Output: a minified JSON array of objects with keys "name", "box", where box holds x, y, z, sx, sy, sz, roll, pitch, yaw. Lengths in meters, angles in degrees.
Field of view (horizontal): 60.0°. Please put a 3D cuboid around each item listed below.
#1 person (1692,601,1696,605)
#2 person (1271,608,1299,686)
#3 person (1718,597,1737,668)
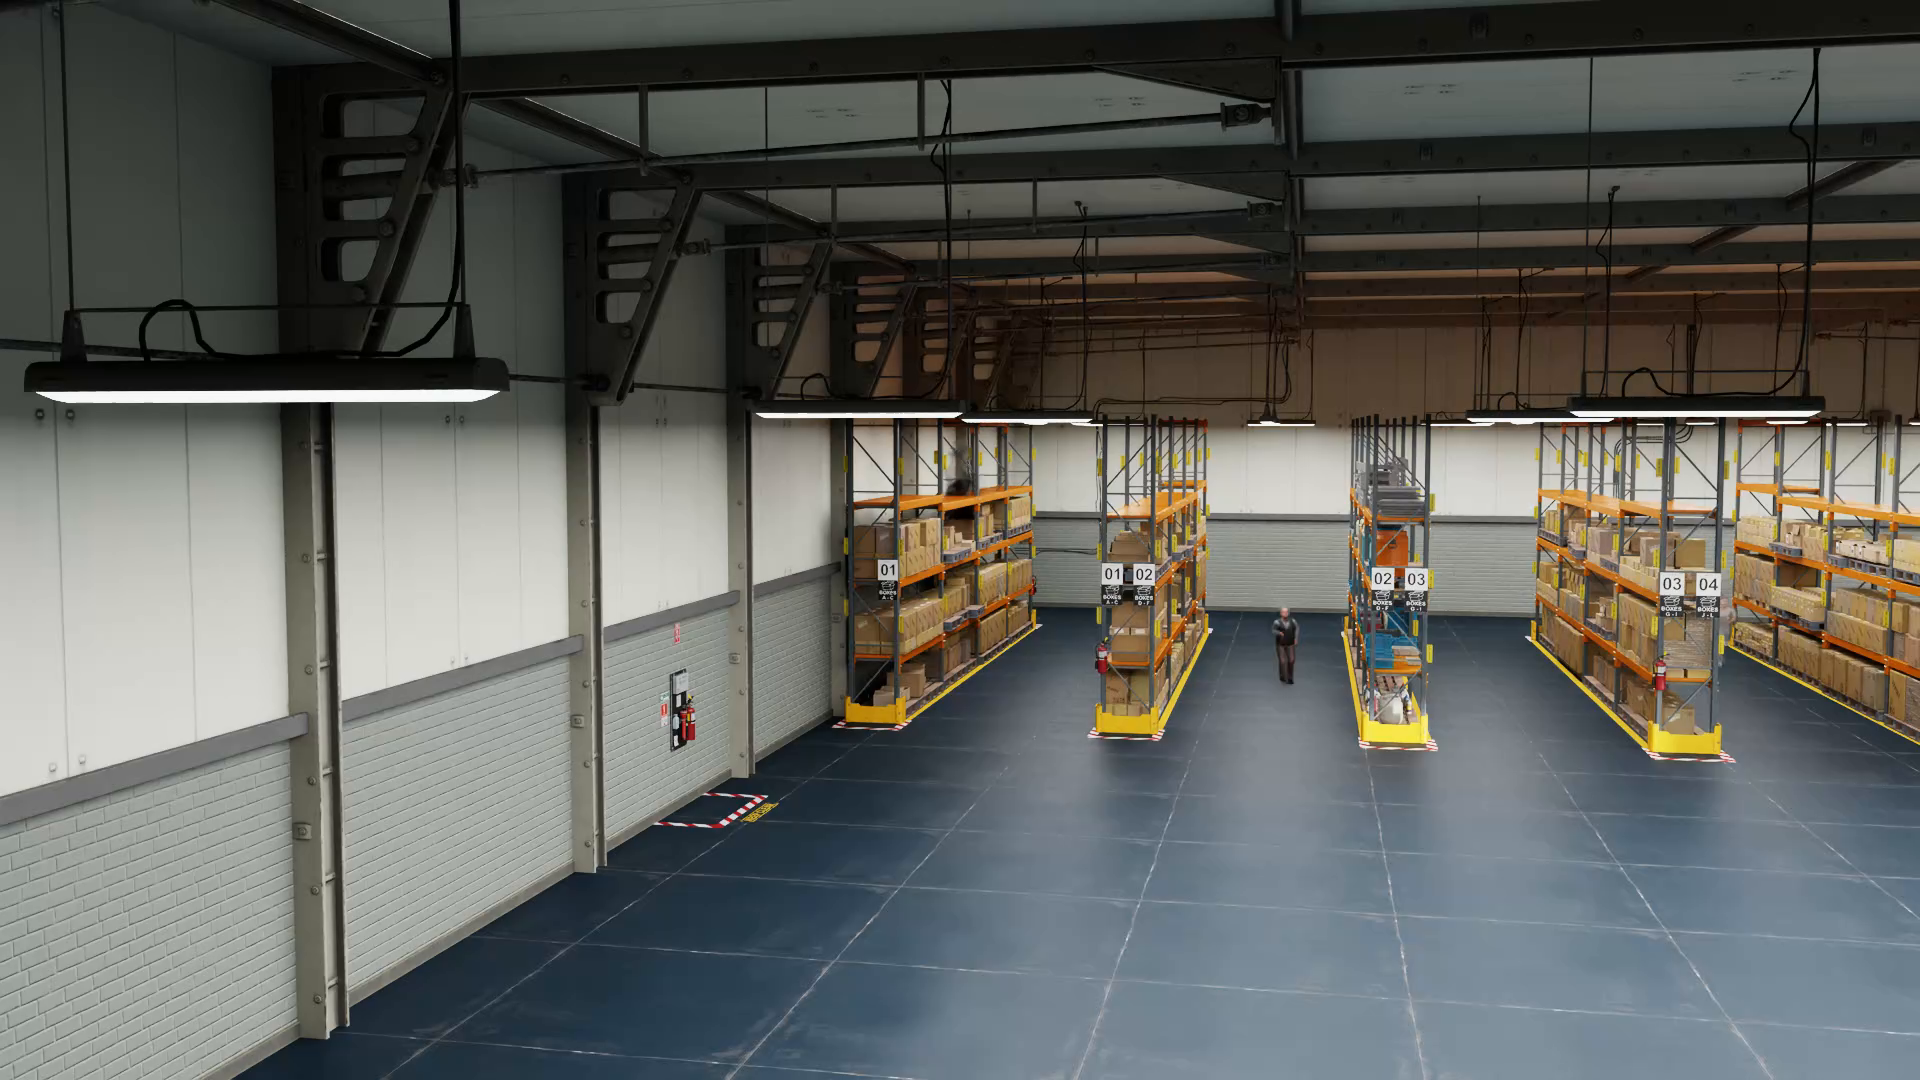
[{"name":"person","box":[19.242,1.903,44.572,0.818,1.694,0.782,-2,4,-27]},{"name":"person","box":[7.286,2.397,37.228,0.635,1.770,0.756,0,4,5]},{"name":"person","box":[18.458,2.221,40.200,0.553,1.724,0.764,1,4,11]}]
